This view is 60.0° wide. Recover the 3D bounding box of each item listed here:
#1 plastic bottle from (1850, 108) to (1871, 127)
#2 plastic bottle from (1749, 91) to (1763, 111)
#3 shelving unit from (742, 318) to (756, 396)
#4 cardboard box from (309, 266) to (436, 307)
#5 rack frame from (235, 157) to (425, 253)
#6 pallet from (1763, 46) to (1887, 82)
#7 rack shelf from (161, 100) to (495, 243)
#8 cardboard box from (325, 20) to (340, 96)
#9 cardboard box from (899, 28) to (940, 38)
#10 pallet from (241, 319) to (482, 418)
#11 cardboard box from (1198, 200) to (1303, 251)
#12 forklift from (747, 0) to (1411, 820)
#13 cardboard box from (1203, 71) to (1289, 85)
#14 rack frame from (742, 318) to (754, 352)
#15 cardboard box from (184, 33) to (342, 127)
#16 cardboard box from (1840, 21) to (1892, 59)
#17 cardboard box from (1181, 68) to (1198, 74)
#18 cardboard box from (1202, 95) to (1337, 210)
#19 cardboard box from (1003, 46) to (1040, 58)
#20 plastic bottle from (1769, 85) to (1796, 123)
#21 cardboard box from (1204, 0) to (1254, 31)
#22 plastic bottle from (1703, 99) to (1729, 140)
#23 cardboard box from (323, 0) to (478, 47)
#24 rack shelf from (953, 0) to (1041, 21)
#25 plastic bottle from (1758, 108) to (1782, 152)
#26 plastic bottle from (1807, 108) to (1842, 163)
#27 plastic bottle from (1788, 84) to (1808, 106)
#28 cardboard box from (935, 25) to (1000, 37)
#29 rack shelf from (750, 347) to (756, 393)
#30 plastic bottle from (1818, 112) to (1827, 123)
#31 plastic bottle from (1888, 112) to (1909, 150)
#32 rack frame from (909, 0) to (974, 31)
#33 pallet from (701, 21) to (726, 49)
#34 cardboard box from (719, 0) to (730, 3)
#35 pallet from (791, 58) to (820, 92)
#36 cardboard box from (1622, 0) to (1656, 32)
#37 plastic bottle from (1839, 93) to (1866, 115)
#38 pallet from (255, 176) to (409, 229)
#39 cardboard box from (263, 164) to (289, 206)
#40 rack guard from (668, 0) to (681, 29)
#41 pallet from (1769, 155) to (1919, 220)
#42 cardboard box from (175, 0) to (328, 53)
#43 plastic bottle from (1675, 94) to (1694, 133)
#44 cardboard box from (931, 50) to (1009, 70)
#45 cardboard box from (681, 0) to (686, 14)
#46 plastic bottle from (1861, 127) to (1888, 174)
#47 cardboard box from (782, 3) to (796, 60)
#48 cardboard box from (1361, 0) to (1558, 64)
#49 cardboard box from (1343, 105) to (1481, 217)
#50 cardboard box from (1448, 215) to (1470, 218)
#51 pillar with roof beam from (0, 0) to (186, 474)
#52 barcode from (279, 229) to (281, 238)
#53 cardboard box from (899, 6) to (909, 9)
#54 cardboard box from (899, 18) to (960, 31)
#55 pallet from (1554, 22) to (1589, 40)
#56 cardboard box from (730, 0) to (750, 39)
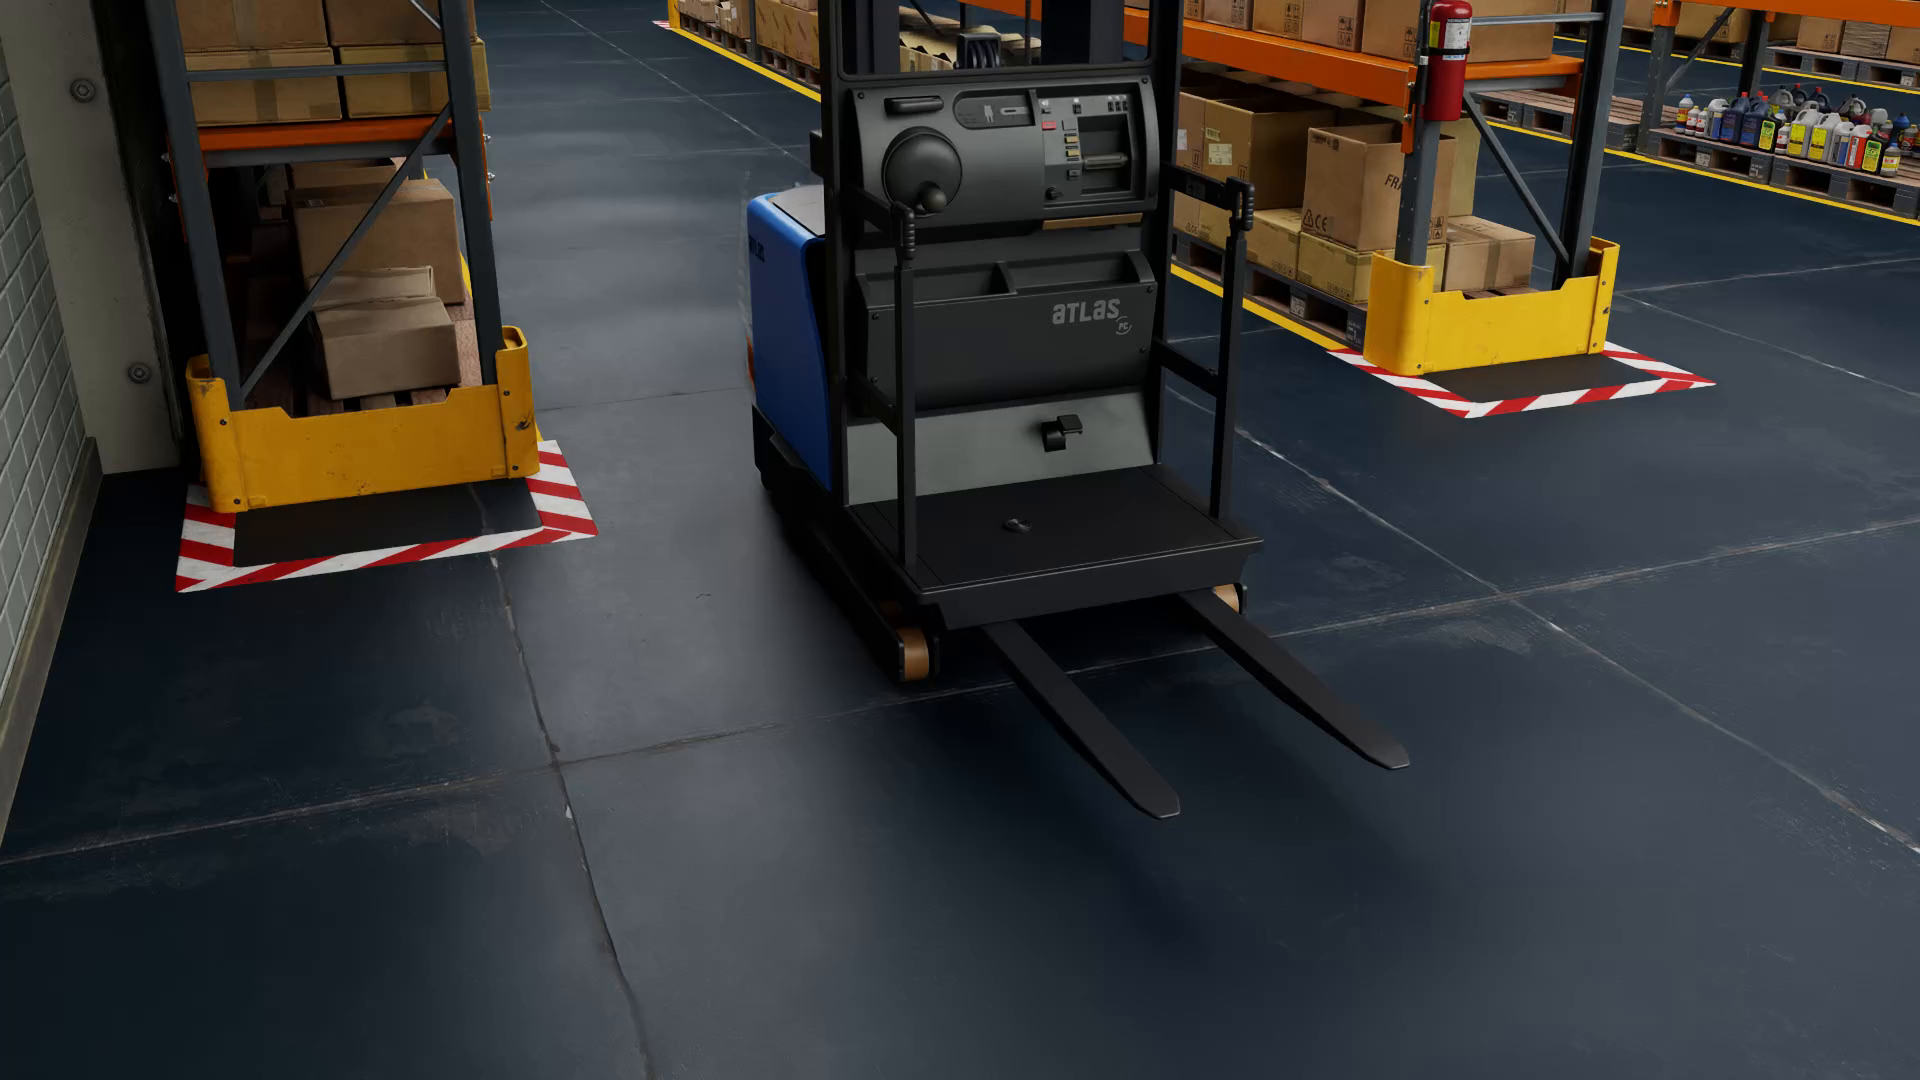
[{"bbox_3d":[6.314,-2.894,11.684,0.061,0.283,0.133,-8,24,-19],"label":"plastic bottle"},{"bbox_3d":[5.713,-3.050,11.969,0.144,0.351,0.185,-8,24,-19],"label":"plastic bottle"},{"bbox_3d":[-0.767,-0.724,7.216,0.258,0.189,1.200,-5,23,-11],"label":"shelving unit"},{"bbox_3d":[-2.536,-1.021,7.205,0.500,0.311,0.500,-6,24,-15],"label":"cardboard box"},{"bbox_3d":[-3.587,-3.039,9.099,1.000,3.000,0.127,-8,24,-19],"label":"rack frame"},{"bbox_3d":[9.176,-4.963,17.252,1.003,0.211,1.213,-8,24,-19],"label":"pallet"},{"bbox_3d":[-2.881,-1.981,7.515,1.077,0.370,4.000,-8,24,-19],"label":"rack shelf"},{"bbox_3d":[-2.246,-1.934,6.643,0.500,0.250,0.500,-9,25,-21],"label":"cardboard box"},{"bbox_3d":[-0.457,-4.128,13.960,0.500,0.311,0.500,-7,24,-17],"label":"cardboard box"},{"bbox_3d":[-2.455,-0.629,6.970,1.003,0.211,1.213,-8,24,-19],"label":"pallet"},{"bbox_3d":[1.627,-1.709,8.943,0.500,0.250,0.500,-8,24,-19],"label":"cardboard box"},{"bbox_3d":[0.221,-1.121,4.637,1.130,2.935,3.031,-8,24,-19],"label":"forklift"},{"bbox_3d":[1.760,-2.489,9.828,0.500,0.500,0.500,-8,24,-19],"label":"cardboard box"},{"bbox_3d":[-0.767,-0.809,7.181,0.240,0.006,1.200,-5,23,-11],"label":"rack frame"},{"bbox_3d":[-2.521,-1.669,6.016,0.500,0.250,0.500,-8,24,-18],"label":"cardboard box"},{"bbox_3d":[9.365,-5.142,16.740,0.700,0.500,0.500,-10,25,-23],"label":"cardboard box"},{"bbox_3d":[1.100,-2.600,10.092,0.500,0.500,0.500,-8,24,-19],"label":"cardboard box"},{"bbox_3d":[1.624,-2.054,8.796,0.500,0.500,0.500,-8,24,-19],"label":"cardboard box"},{"bbox_3d":[0.588,-3.648,12.821,0.500,0.311,0.500,-8,24,-18],"label":"cardboard box"},{"bbox_3d":[6.043,-3.166,12.245,0.144,0.351,0.185,-8,24,-19],"label":"plastic bottle"},{"bbox_3d":[1.756,-3.047,8.987,0.700,0.500,0.500,-8,24,-17],"label":"cardboard box"},{"bbox_3d":[5.523,-3.057,12.080,0.152,0.276,0.135,-7,24,-17],"label":"plastic bottle"},{"bbox_3d":[-2.062,-2.086,6.040,0.500,0.500,0.500,-8,24,-19],"label":"cardboard box"},{"bbox_3d":[0.339,-4.116,12.579,1.077,0.370,4.000,-8,24,-19],"label":"rack shelf"},{"bbox_3d":[5.664,-2.865,11.617,0.061,0.283,0.133,-7,24,-17],"label":"plastic bottle"},{"bbox_3d":[5.860,-2.740,11.233,0.144,0.351,0.185,-7,24,-17],"label":"plastic bottle"},{"bbox_3d":[6.178,-3.186,12.292,0.144,0.351,0.185,-9,24,-20],"label":"plastic bottle"},{"bbox_3d":[0.048,-4.202,14.135,0.500,0.311,0.500,-8,24,-18],"label":"cardboard box"},{"bbox_3d":[-0.783,-0.753,7.284,0.258,0.180,0.103,-5,23,-11],"label":"rack shelf"},{"bbox_3d":[5.924,-2.802,11.477,0.152,0.276,0.135,-8,24,-19],"label":"plastic bottle"},{"bbox_3d":[6.517,-2.827,11.541,0.097,0.271,0.097,0,23,0],"label":"plastic bottle"},{"bbox_3d":[-0.368,-5.174,14.163,1.000,3.000,0.127,-8,24,-19],"label":"rack frame"},{"bbox_3d":[-2.457,-6.036,19.799,1.003,0.211,1.213,-8,24,-19],"label":"pallet"},{"bbox_3d":[-2.449,-6.362,19.629,0.797,0.503,0.637,-8,24,-19],"label":"cardboard box"},{"bbox_3d":[-1.023,-4.608,16.411,1.003,0.211,1.213,-8,24,-19],"label":"pallet"},{"bbox_3d":[8.369,-6.325,19.089,1.225,0.875,0.875,-8,24,-19],"label":"cardboard box"},{"bbox_3d":[6.360,-2.999,11.848,0.144,0.351,0.185,-8,24,-19],"label":"plastic bottle"},{"bbox_3d":[-3.864,-2.037,10.311,1.003,0.211,1.213,-8,24,-19],"label":"pallet"},{"bbox_3d":[-3.863,-2.355,10.128,0.700,0.500,0.500,-7,24,-17],"label":"cardboard box"},{"bbox_3d":[-3.167,-6.901,21.480,1.175,0.500,0.348,-8,24,-19],"label":"rack guard"},{"bbox_3d":[6.314,-2.420,11.220,1.003,0.211,1.213,-8,24,-19],"label":"pallet"},{"bbox_3d":[-2.540,-2.014,5.868,0.500,0.500,0.500,-9,24,-20],"label":"cardboard box"},{"bbox_3d":[5.383,-3.168,12.351,0.097,0.271,0.097,0,23,0],"label":"plastic bottle"},{"bbox_3d":[0.096,-3.566,12.626,0.500,0.311,0.500,-9,24,-20],"label":"cardboard box"},{"bbox_3d":[-3.279,-6.688,20.836,0.380,0.166,0.250,-8,24,-19],"label":"cardboard box"},{"bbox_3d":[5.977,-2.543,10.853,0.061,0.283,0.133,-8,24,-18],"label":"plastic bottle"},{"bbox_3d":[-1.469,-5.094,16.626,0.500,0.500,0.500,-8,24,-18],"label":"cardboard box"},{"bbox_3d":[2.306,-2.484,7.654,0.700,0.500,0.500,-8,24,-19],"label":"cardboard box"},{"bbox_3d":[2.299,-1.946,8.539,0.500,0.500,0.500,-8,24,-19],"label":"cardboard box"},{"bbox_3d":[2.297,-1.600,8.684,0.500,0.250,0.500,-8,24,-19],"label":"cardboard box"},{"bbox_3d":[0.797,-5.077,6.209,9.100,9.000,0.400,-8,24,-19],"label":"pillar with roof beam"},{"bbox_3d":[-3.568,-1.611,8.723,0.001,0.075,0.075,-8,24,-19],"label":"barcode"},{"bbox_3d":[-0.813,-4.991,16.380,0.500,0.500,0.500,-9,25,-21],"label":"cardboard box"},{"bbox_3d":[-0.261,-4.429,15.049,0.500,0.500,0.500,-7,24,-17],"label":"cardboard box"},{"bbox_3d":[7.831,-6.430,20.734,1.003,0.211,1.213,-8,24,-19],"label":"pallet"},{"bbox_3d":[-2.247,-5.846,18.410,0.500,0.500,0.500,-8,24,-19],"label":"cardboard box"}]
